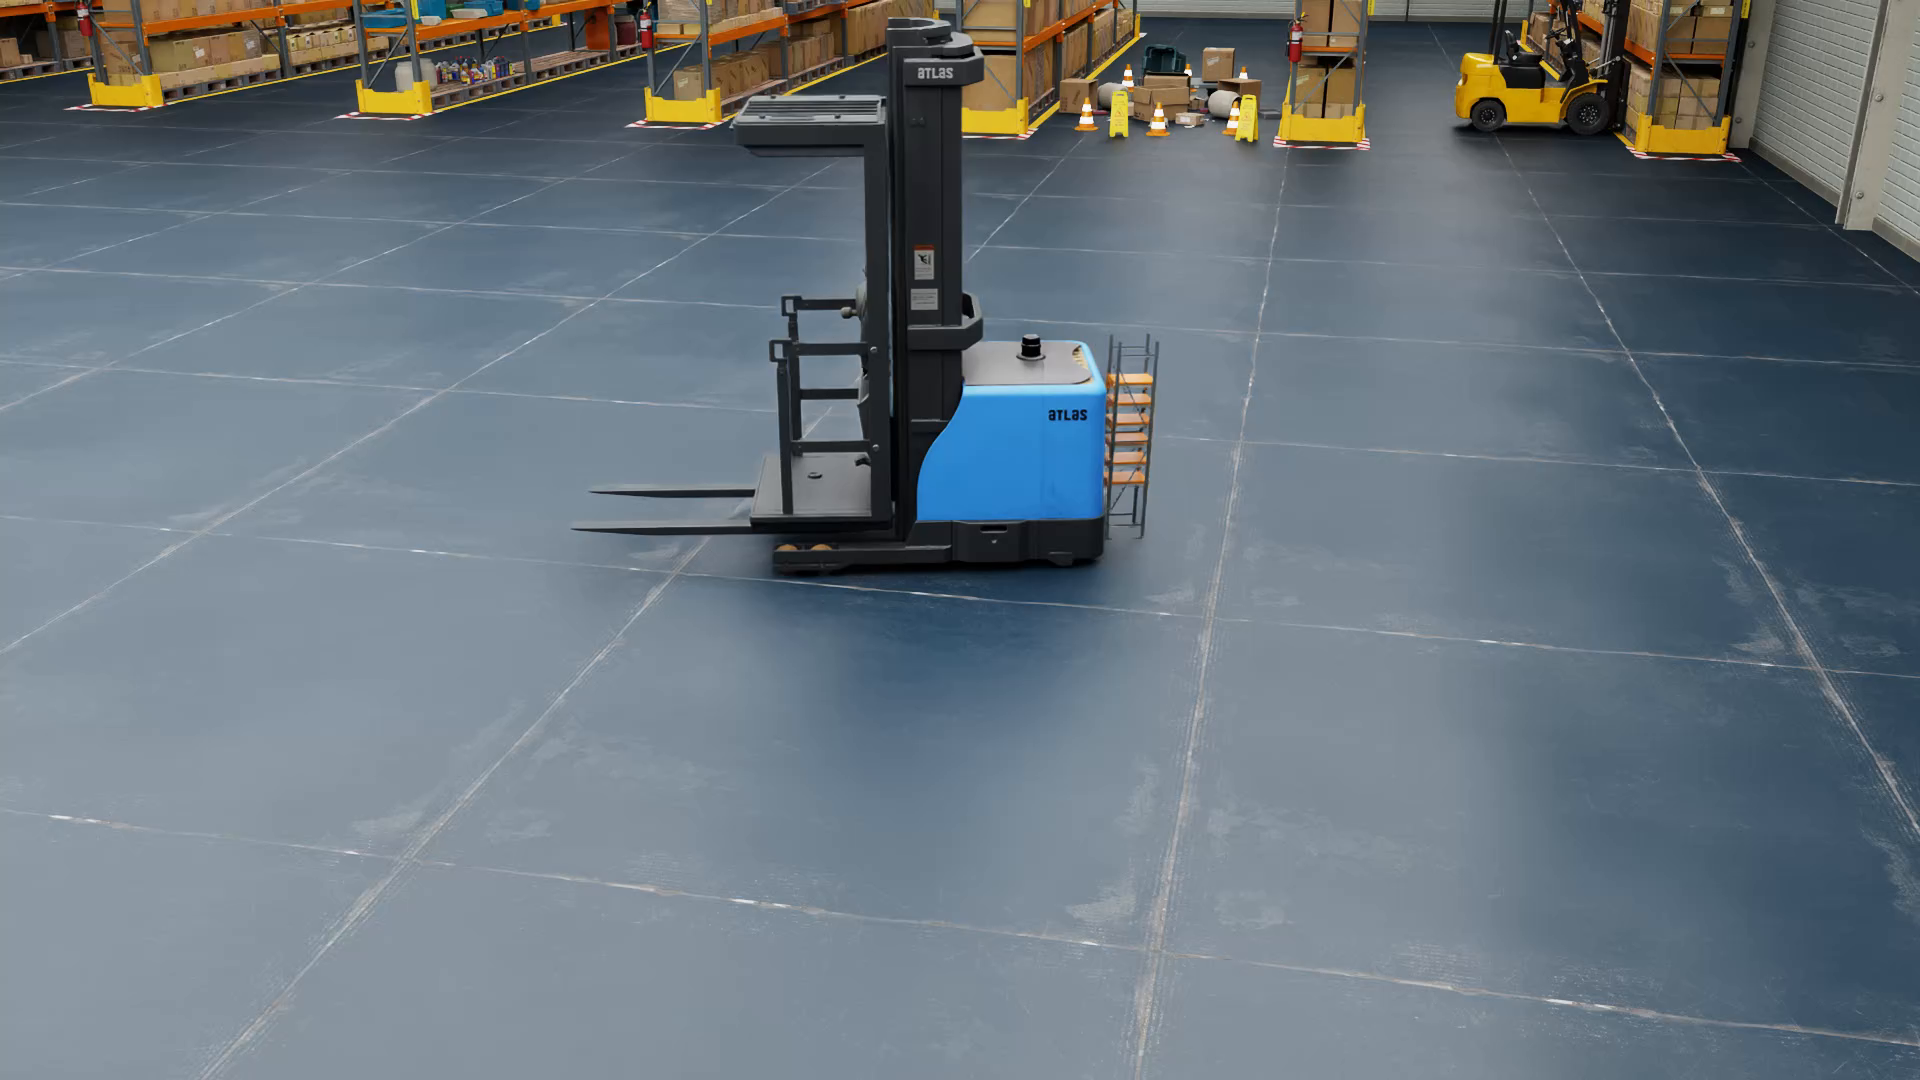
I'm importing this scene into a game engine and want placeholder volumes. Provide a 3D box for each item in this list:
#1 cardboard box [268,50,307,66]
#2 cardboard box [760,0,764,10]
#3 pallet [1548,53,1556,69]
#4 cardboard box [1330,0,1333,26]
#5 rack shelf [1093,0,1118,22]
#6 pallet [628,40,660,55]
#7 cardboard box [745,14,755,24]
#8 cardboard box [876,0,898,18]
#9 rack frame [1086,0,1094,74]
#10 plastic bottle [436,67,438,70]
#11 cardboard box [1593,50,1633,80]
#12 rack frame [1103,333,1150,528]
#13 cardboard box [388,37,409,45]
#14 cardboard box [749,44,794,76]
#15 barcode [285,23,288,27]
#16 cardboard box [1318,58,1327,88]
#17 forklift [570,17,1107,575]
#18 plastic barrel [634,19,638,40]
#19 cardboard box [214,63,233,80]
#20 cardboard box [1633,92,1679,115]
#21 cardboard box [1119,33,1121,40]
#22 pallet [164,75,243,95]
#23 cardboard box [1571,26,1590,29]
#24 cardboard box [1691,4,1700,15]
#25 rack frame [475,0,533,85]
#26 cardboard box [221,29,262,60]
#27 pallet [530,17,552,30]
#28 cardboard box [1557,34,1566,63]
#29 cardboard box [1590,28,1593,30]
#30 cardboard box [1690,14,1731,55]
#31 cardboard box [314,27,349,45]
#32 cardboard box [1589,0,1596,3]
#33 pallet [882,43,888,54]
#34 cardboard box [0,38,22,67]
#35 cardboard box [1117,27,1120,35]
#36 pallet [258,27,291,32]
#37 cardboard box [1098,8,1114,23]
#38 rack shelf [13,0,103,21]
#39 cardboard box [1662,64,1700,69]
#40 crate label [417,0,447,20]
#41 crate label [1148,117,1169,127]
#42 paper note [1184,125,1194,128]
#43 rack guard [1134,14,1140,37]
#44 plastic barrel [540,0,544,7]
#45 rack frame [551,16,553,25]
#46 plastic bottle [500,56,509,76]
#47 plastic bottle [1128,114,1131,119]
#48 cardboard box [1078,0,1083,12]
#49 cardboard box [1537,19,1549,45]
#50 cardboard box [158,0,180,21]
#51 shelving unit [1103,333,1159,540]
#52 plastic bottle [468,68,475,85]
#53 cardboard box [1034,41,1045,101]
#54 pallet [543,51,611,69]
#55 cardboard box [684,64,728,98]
[{"bbox_3d":[-12.949,-9.293,32.032,0.500,0.250,0.500,4,22,10],"label":"cardboard box"},{"bbox_3d":[-3.866,-9.333,28.480,0.875,0.500,0.500,4,22,11],"label":"cardboard box"},{"bbox_3d":[12.488,-9.688,33.627,1.003,0.211,1.213,4,22,11],"label":"pallet"},{"bbox_3d":[5.977,-8.170,25.591,0.500,0.500,0.500,4,22,10],"label":"cardboard box"},{"bbox_3d":[2.482,-10.934,33.951,1.077,0.370,4.000,4,22,11],"label":"rack shelf"},{"bbox_3d":[-7.239,-10.772,36.318,1.003,0.211,1.213,4,22,11],"label":"pallet"},{"bbox_3d":[-3.654,-8.724,27.836,0.380,0.149,0.250,4,22,11],"label":"cardboard box"},{"bbox_3d":[-2.056,-11.388,36.397,1.225,0.875,0.875,5,22,11],"label":"cardboard box"},{"bbox_3d":[2.074,-10.537,32.001,1.000,3.000,0.127,4,22,11],"label":"rack frame"},{"bbox_3d":[-9.218,-8.139,29.105,0.152,0.276,0.135,5,22,11],"label":"plastic bottle"},{"bbox_3d":[11.246,-7.925,28.131,0.875,0.625,0.625,4,22,10],"label":"cardboard box"},{"bbox_3d":[0.960,-0.633,9.806,0.240,1.200,0.006,-2,22,-10],"label":"rack frame"},{"bbox_3d":[-12.085,-10.897,35.654,0.500,0.500,0.500,5,23,13],"label":"cardboard box"},{"bbox_3d":[-3.431,-8.756,30.337,0.700,0.500,0.500,3,22,7],"label":"cardboard box"},{"bbox_3d":[-12.815,-9.797,31.636,0.001,0.075,0.075,4,22,11],"label":"barcode"},{"bbox_3d":[5.429,-7.226,25.894,0.500,0.500,0.500,4,22,10],"label":"cardboard box"},{"bbox_3d":[-0.710,-1.364,9.316,3.031,2.935,1.130,-1,22,-2],"label":"forklift"},{"bbox_3d":[-7.268,-11.177,36.358,0.421,0.512,0.421,0,22,0],"label":"plastic barrel"},{"bbox_3d":[-13.456,-8.429,29.887,0.500,0.250,0.500,4,22,11],"label":"cardboard box"},{"bbox_3d":[9.961,-6.247,23.798,0.500,0.250,0.500,4,22,10],"label":"cardboard box"},{"bbox_3d":[3.333,-11.078,36.599,0.380,0.149,0.250,5,22,13],"label":"cardboard box"},{"bbox_3d":[-13.724,-8.217,29.973,1.003,0.211,1.213,4,22,11],"label":"pallet"},{"bbox_3d":[12.051,-9.924,32.395,0.380,0.149,0.250,5,22,11],"label":"cardboard box"},{"bbox_3d":[10.479,-7.440,23.310,0.380,0.149,0.250,4,22,11],"label":"cardboard box"},{"bbox_3d":[-8.426,-9.866,30.336,1.000,3.000,0.127,4,22,11],"label":"rack frame"},{"bbox_3d":[-13.268,-9.144,30.658,0.500,0.500,0.500,4,22,11],"label":"cardboard box"},{"bbox_3d":[-11.003,-13.021,41.902,1.003,0.211,1.213,4,22,11],"label":"pallet"},{"bbox_3d":[11.981,-9.591,32.436,0.500,0.500,0.500,4,22,9],"label":"cardboard box"},{"bbox_3d":[12.599,-10.083,32.791,0.380,0.149,0.250,5,22,12],"label":"cardboard box"},{"bbox_3d":[10.541,-7.100,23.333,0.500,0.500,0.500,5,23,13],"label":"cardboard box"},{"bbox_3d":[-12.634,-10.119,33.332,0.500,0.311,0.500,5,22,12],"label":"cardboard box"},{"bbox_3d":[11.243,-9.465,28.871,0.500,0.250,0.500,4,22,10],"label":"cardboard box"},{"bbox_3d":[-2.028,-10.833,36.470,1.003,0.211,1.213,4,22,11],"label":"pallet"},{"bbox_3d":[-18.297,-9.284,31.646,0.500,0.500,0.500,3,22,7],"label":"cardboard box"},{"bbox_3d":[3.277,-11.118,36.300,0.380,0.149,0.250,5,23,13],"label":"cardboard box"},{"bbox_3d":[-16.576,-11.966,39.282,1.003,0.211,1.213,4,22,11],"label":"pallet"},{"bbox_3d":[2.986,-11.091,35.157,0.500,0.250,0.500,4,22,9],"label":"cardboard box"},{"bbox_3d":[-17.716,-11.019,34.162,1.077,0.370,4.000,4,22,11],"label":"rack shelf"},{"bbox_3d":[10.774,-6.990,24.974,0.500,0.250,0.500,4,22,10],"label":"cardboard box"},{"bbox_3d":[-9.131,-9.114,28.420,0.502,0.435,0.616,4,22,11],"label":"crate label"},{"bbox_3d":[3.077,-6.451,25.687,0.250,0.136,0.298,-7,23,-17],"label":"crate label"},{"bbox_3d":[3.552,-6.391,25.681,0.148,0.019,0.142,-3,22,-8],"label":"paper note"},{"bbox_3d":[3.691,-12.275,39.663,1.175,0.500,0.348,4,22,11],"label":"rack guard"},{"bbox_3d":[-8.016,-10.263,31.138,0.433,0.535,0.433,0,22,0],"label":"plastic barrel"},{"bbox_3d":[-10.826,-14.634,42.174,1.000,3.000,0.127,4,22,11],"label":"rack frame"},{"bbox_3d":[-8.275,-8.584,30.110,0.144,0.351,0.185,4,22,9],"label":"plastic bottle"},{"bbox_3d":[2.638,-6.777,26.598,0.133,0.061,0.283,-3,22,-8],"label":"plastic bottle"},{"bbox_3d":[1.939,-9.845,30.149,0.500,0.500,0.500,5,22,12],"label":"cardboard box"},{"bbox_3d":[12.791,-10.875,35.623,0.700,0.500,0.500,4,22,9],"label":"cardboard box"},{"bbox_3d":[-13.880,-9.191,28.526,0.700,0.500,0.500,5,22,12],"label":"cardboard box"},{"bbox_3d":[0.976,-0.599,9.722,0.258,1.200,0.189,-2,22,-10],"label":"shelving unit"},{"bbox_3d":[-8.503,-8.068,28.919,0.061,0.283,0.133,5,22,12],"label":"plastic bottle"},{"bbox_3d":[0.881,-7.728,27.310,0.875,0.875,0.875,5,22,11],"label":"cardboard box"},{"bbox_3d":[-7.806,-9.755,33.794,1.003,0.211,1.213,4,22,11],"label":"pallet"},{"bbox_3d":[-4.161,-7.510,27.268,0.500,0.500,0.500,11,24,25],"label":"cardboard box"}]
